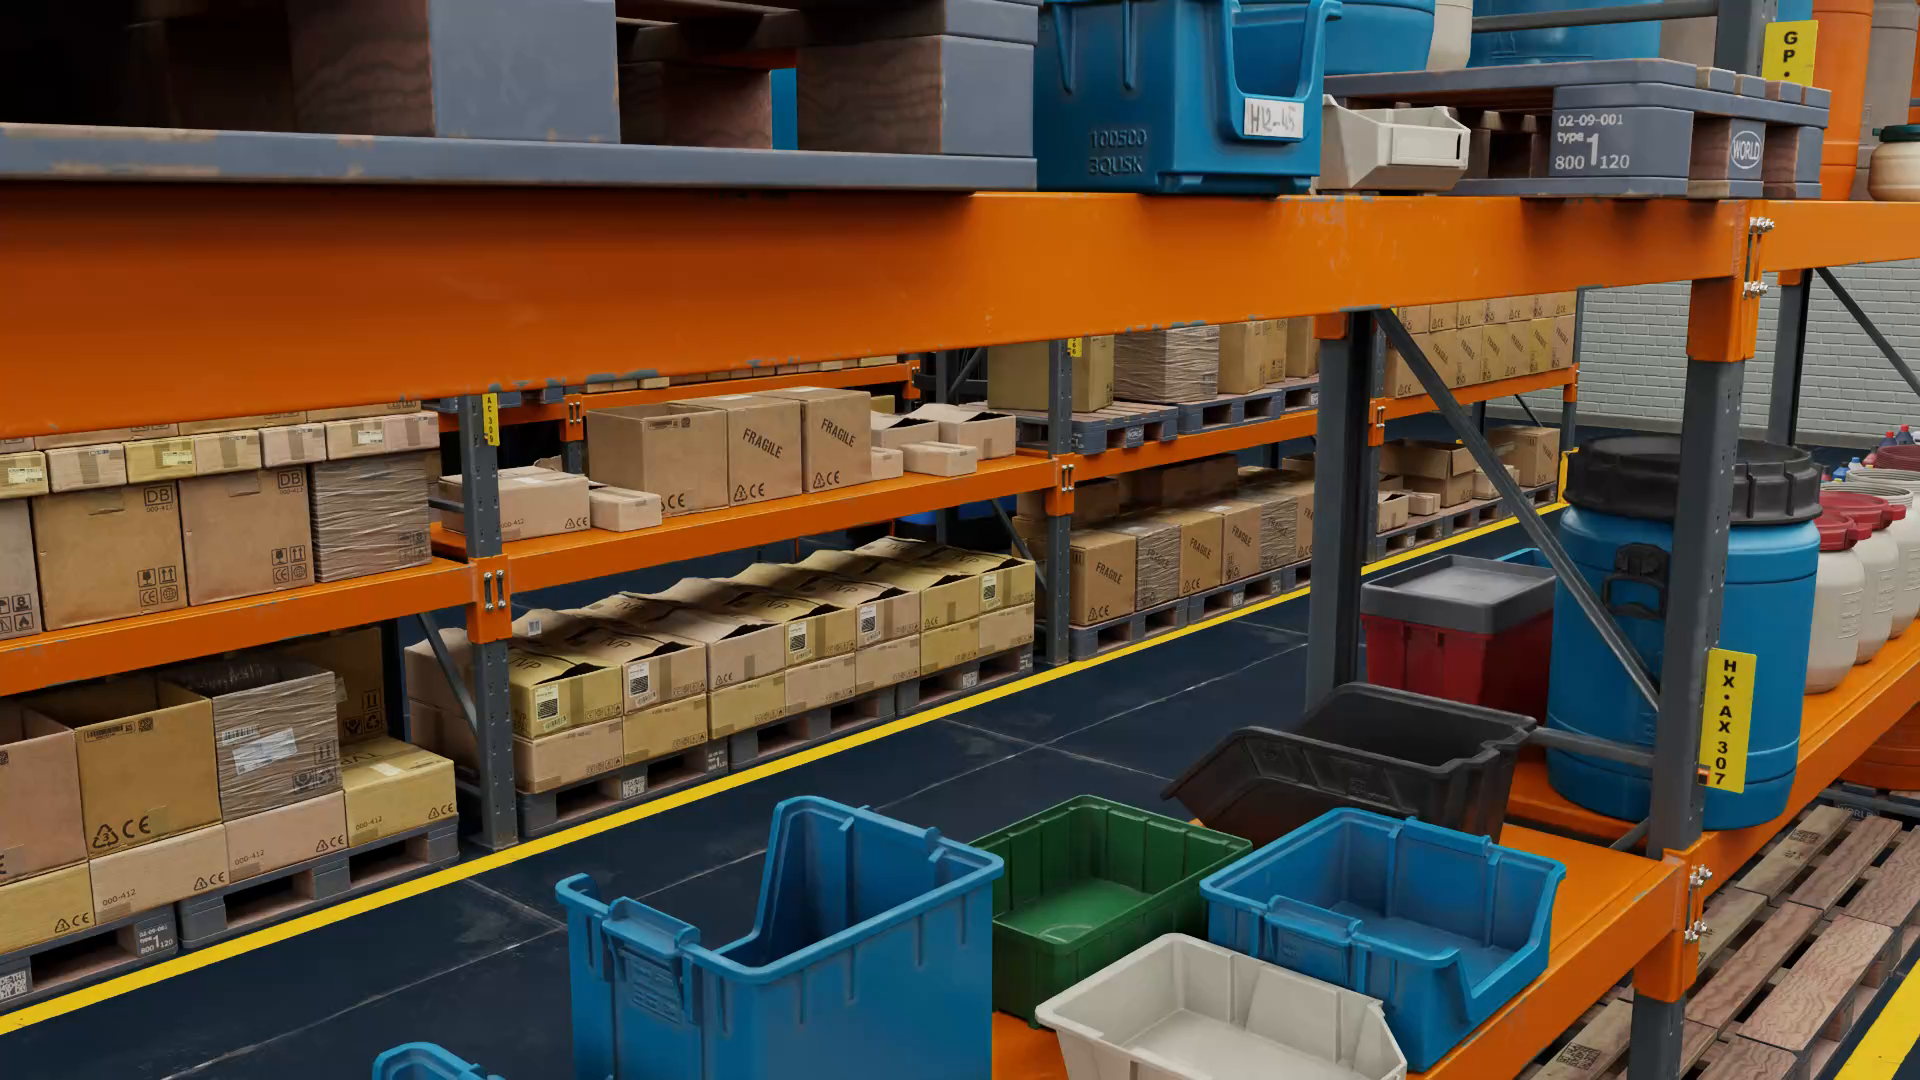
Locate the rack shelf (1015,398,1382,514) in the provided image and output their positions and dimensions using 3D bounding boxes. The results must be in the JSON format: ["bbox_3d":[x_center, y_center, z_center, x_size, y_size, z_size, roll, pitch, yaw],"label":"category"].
[{"bbox_3d":[1.582,-0.697,11.878,1.077,0.370,4.000,10,15,40],"label":"rack shelf"}]

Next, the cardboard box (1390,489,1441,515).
[{"bbox_3d":[3.905,-0.333,14.328,0.380,0.166,0.250,10,15,40],"label":"cardboard box"}]

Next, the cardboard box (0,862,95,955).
[{"bbox_3d":[-3.507,1.293,6.025,0.500,0.250,0.500,10,15,40],"label":"cardboard box"}]

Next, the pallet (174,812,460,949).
[{"bbox_3d":[-2.935,1.312,7.103,1.003,0.211,1.213,10,15,40],"label":"pallet"}]

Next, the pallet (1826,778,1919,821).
[{"bbox_3d":[4.469,1.132,8.006,1.003,0.211,1.213,10,15,40],"label":"pallet"}]

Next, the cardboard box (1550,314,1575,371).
[{"bbox_3d":[5.451,-1.880,15.712,0.500,0.500,0.500,10,15,42],"label":"cardboard box"}]

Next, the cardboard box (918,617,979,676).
[{"bbox_3d":[-0.240,0.572,9.635,0.500,0.250,0.500,10,15,40],"label":"cardboard box"}]

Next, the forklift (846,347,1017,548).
[{"bbox_3d":[0.451,-1.523,14.354,3.031,2.935,1.130,-11,16,-43],"label":"forklift"}]

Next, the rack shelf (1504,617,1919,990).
[{"bbox_3d":[2.660,0.533,5.723,1.077,0.370,4.000,10,15,40],"label":"rack shelf"}]

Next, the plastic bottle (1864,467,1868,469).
[{"bbox_3d":[4.554,-0.266,8.392,0.097,0.201,0.097,0,11,0],"label":"plastic bottle"}]

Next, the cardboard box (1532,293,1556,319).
[{"bbox_3d":[5.123,-2.296,15.241,0.500,0.500,0.500,10,15,42],"label":"cardboard box"}]

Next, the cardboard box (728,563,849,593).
[{"bbox_3d":[-0.983,0.304,9.546,0.500,0.311,0.500,9,15,39],"label":"cardboard box"}]

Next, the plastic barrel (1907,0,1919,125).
[{"bbox_3d":[4.357,-2.085,7.165,0.600,0.830,0.708,10,15,40],"label":"plastic barrel"}]

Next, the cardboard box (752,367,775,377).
[{"bbox_3d":[-1.887,-1.565,14.980,0.380,0.149,0.250,10,15,42],"label":"cardboard box"}]

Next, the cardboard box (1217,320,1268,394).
[{"bbox_3d":[1.782,-1.331,11.889,0.700,0.500,0.500,6,13,26],"label":"cardboard box"}]

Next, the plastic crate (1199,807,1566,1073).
[{"bbox_3d":[0.813,0.745,3.203,0.499,0.251,0.616,10,15,40],"label":"plastic crate"}]

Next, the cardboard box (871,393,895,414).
[{"bbox_3d":[-1.153,-1.023,16.091,0.750,0.750,0.750,10,15,41],"label":"cardboard box"}]

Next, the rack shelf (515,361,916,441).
[{"bbox_3d":[-2.142,-1.337,15.082,1.077,0.370,4.000,10,15,40],"label":"rack shelf"}]

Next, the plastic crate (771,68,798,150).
[{"bbox_3d":[-0.268,-0.720,2.540,0.392,0.384,0.575,10,15,40],"label":"plastic crate"}]

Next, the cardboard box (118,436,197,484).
[{"bbox_3d":[-3.070,-0.317,6.227,0.380,0.149,0.250,10,15,40],"label":"cardboard box"}]

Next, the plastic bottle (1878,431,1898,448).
[{"bbox_3d":[4.818,-0.391,8.637,0.144,0.351,0.185,10,15,40],"label":"plastic bottle"}]

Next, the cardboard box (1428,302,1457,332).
[{"bbox_3d":[3.765,-1.992,13.719,0.500,0.500,0.500,9,15,39],"label":"cardboard box"}]

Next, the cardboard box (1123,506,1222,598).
[{"bbox_3d":[1.453,0.074,11.442,0.500,0.500,0.500,10,15,40],"label":"cardboard box"}]

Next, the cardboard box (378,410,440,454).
[{"bbox_3d":[-2.397,-0.466,6.976,0.380,0.149,0.250,10,15,40],"label":"cardboard box"}]

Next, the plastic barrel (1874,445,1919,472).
[{"bbox_3d":[3.901,-0.074,6.574,0.600,0.536,0.708,10,15,40],"label":"plastic barrel"}]

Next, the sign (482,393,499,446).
[{"bbox_3d":[-1.961,-0.559,6.937,0.100,0.325,0.005,10,15,40],"label":"sign"}]

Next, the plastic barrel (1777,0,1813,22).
[{"bbox_3d":[2.376,-1.538,5.315,0.600,0.901,0.708,10,15,40],"label":"plastic barrel"}]

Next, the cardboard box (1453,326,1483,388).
[{"bbox_3d":[4.111,-1.582,14.217,0.500,0.500,0.500,10,15,40],"label":"cardboard box"}]

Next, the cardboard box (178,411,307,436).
[{"bbox_3d":[-2.999,-0.711,6.547,0.700,0.500,0.500,10,15,40],"label":"cardboard box"}]

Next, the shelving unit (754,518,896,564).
[{"bbox_3d":[-1.061,-0.356,13.120,1.048,1.125,0.538,-11,16,-43],"label":"shelving unit"}]

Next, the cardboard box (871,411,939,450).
[{"bbox_3d":[-0.474,-0.605,9.810,0.500,0.311,0.500,10,15,40],"label":"cardboard box"}]

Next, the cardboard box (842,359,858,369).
[{"bbox_3d":[-1.185,-1.712,15.713,0.380,0.149,0.250,10,15,42],"label":"cardboard box"}]

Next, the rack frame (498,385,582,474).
[{"bbox_3d":[-3.462,-1.395,13.539,1.000,3.000,0.127,10,15,40],"label":"rack frame"}]

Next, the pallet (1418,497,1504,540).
[{"bbox_3d":[4.161,-0.258,14.962,1.003,0.211,1.213,10,15,40],"label":"pallet"}]

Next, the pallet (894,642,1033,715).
[{"bbox_3d":[-0.311,0.728,10.027,1.003,0.211,1.213,10,15,40],"label":"pallet"}]

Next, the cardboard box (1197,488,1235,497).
[{"bbox_3d":[1.721,-0.142,12.521,0.500,0.500,0.500,10,15,41],"label":"cardboard box"}]

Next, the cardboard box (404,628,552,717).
[{"bbox_3d":[-2.327,0.604,8.045,0.500,0.311,0.500,10,15,40],"label":"cardboard box"}]

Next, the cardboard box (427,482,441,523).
[{"bbox_3d":[-4.325,-0.212,12.872,0.700,0.500,0.500,10,15,40],"label":"cardboard box"}]

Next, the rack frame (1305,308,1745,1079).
[{"bbox_3d":[1.340,0.474,4.179,1.000,3.000,0.127,10,15,40],"label":"rack frame"}]

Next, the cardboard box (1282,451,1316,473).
[{"bbox_3d":[3.065,-0.454,14.086,0.500,0.500,0.500,10,15,40],"label":"cardboard box"}]

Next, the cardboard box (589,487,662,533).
[{"bbox_3d":[-1.640,-0.148,7.933,0.380,0.149,0.250,10,15,40],"label":"cardboard box"}]

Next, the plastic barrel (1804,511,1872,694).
[{"bbox_3d":[2.620,0.187,5.269,0.433,0.535,0.433,0,11,0],"label":"plastic barrel"}]

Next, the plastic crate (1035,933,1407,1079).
[{"bbox_3d":[0.458,0.875,2.845,0.530,0.136,0.437,10,15,40],"label":"plastic crate"}]

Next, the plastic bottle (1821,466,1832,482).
[{"bbox_3d":[4.079,-0.206,7.881,0.061,0.283,0.133,10,15,40],"label":"plastic bottle"}]

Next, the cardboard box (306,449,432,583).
[{"bbox_3d":[-2.667,-0.150,7.047,0.700,0.500,0.500,9,15,39],"label":"cardboard box"}]

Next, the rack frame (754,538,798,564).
[{"bbox_3d":[-1.425,-0.286,12.771,0.032,1.125,0.500,-11,16,-43],"label":"rack frame"}]

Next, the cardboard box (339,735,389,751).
[{"bbox_3d":[-2.913,1.005,7.471,0.500,0.250,0.500,10,15,40],"label":"cardboard box"}]

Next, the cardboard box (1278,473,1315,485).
[{"bbox_3d":[2.792,-0.224,12.934,0.500,0.500,0.500,10,15,40],"label":"cardboard box"}]

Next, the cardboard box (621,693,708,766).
[{"bbox_3d":[-1.588,0.873,8.129,0.500,0.250,0.500,10,15,42],"label":"cardboard box"}]

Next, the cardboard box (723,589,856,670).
[{"bbox_3d":[-0.905,0.446,8.838,0.500,0.311,0.500,10,15,42],"label":"cardboard box"}]

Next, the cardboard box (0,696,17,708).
[{"bbox_3d":[-3.908,0.857,6.298,0.500,0.500,0.500,10,15,40],"label":"cardboard box"}]

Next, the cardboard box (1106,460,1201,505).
[{"bbox_3d":[1.409,-0.441,12.104,0.500,0.250,0.500,9,15,39],"label":"cardboard box"}]

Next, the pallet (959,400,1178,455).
[{"bbox_3d":[0.656,-0.770,10.898,1.213,0.211,1.003,10,15,40],"label":"pallet"}]

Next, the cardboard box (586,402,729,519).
[{"bbox_3d":[-1.512,-0.404,8.322,0.500,0.500,0.500,-11,16,-43],"label":"cardboard box"}]

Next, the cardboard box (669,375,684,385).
[{"bbox_3d":[-2.585,-1.417,14.240,0.380,0.149,0.250,10,15,40],"label":"cardboard box"}]

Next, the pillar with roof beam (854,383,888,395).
[{"bbox_3d":[2.225,-4.584,14.186,9.100,9.000,0.400,10,15,40],"label":"pillar with roof beam"}]

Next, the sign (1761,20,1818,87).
[{"bbox_3d":[1.746,-0.928,3.520,0.100,0.325,0.005,10,15,40],"label":"sign"}]
